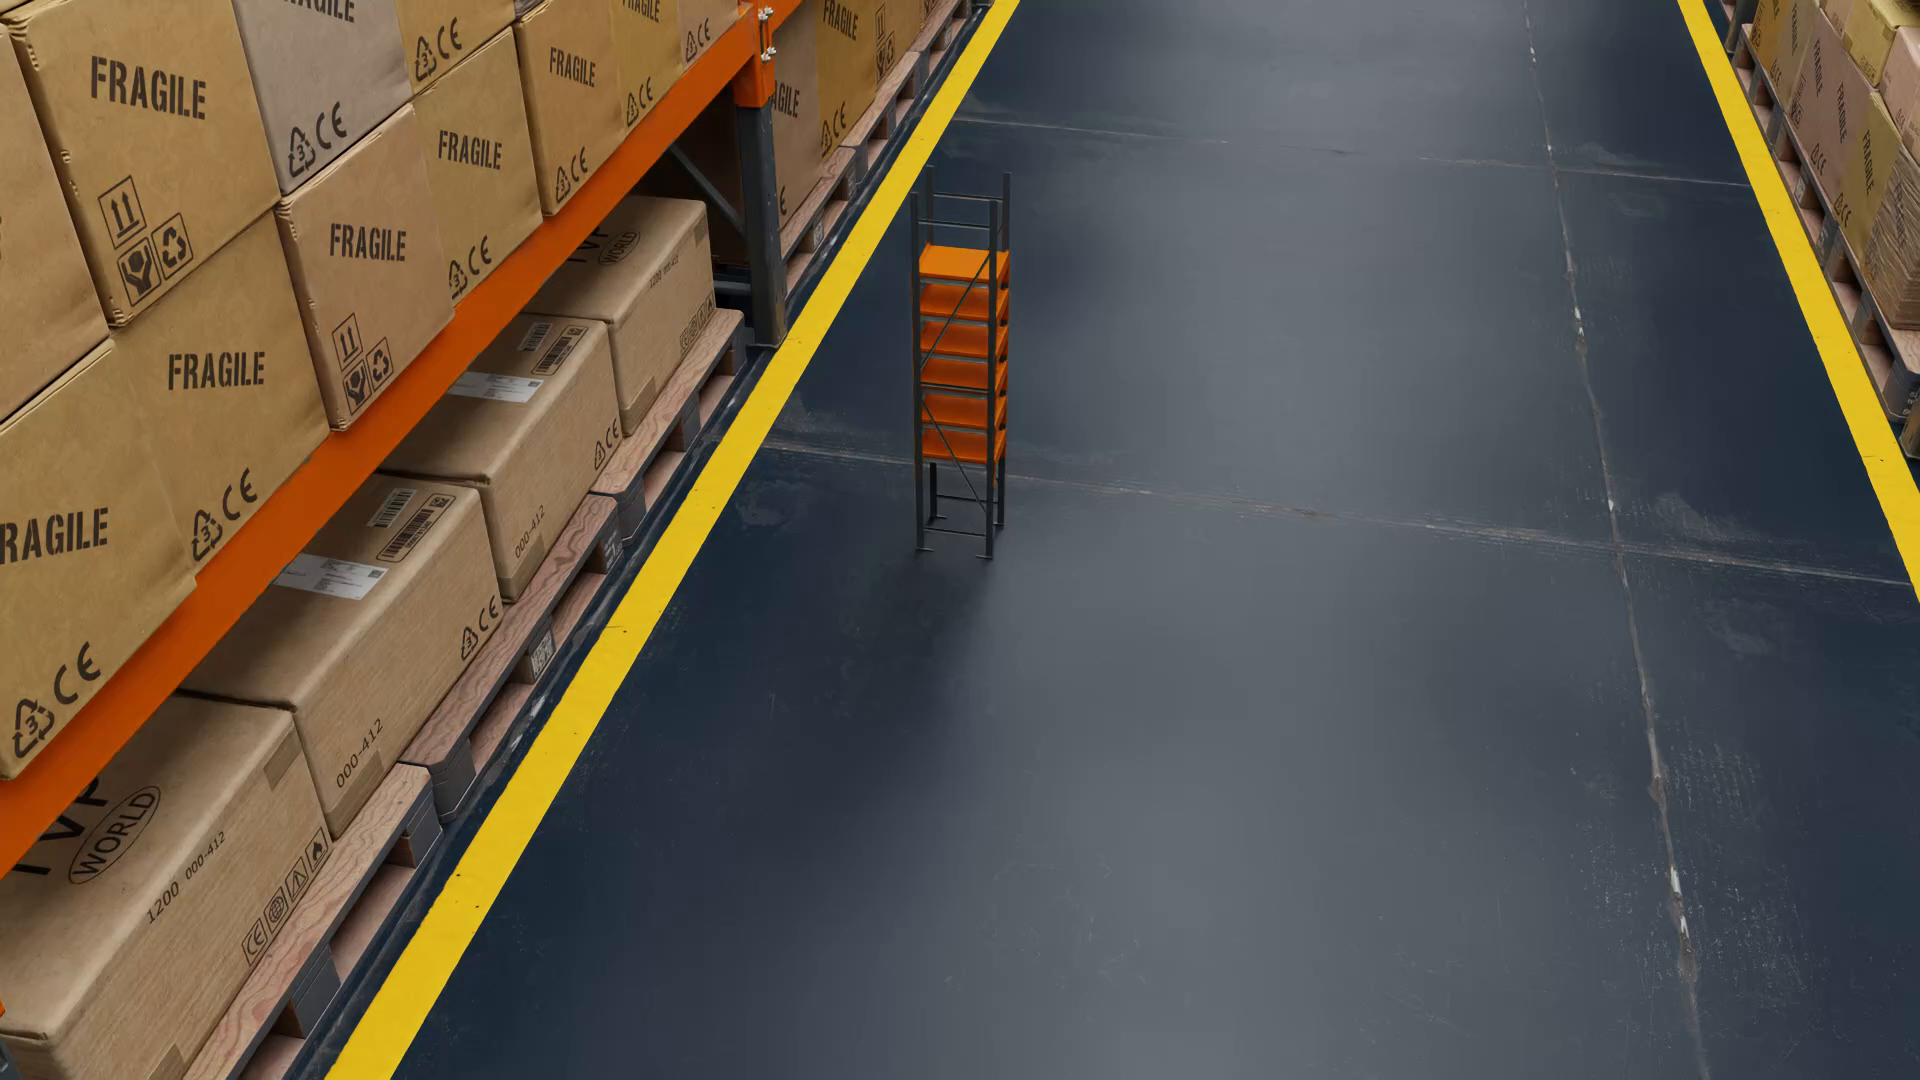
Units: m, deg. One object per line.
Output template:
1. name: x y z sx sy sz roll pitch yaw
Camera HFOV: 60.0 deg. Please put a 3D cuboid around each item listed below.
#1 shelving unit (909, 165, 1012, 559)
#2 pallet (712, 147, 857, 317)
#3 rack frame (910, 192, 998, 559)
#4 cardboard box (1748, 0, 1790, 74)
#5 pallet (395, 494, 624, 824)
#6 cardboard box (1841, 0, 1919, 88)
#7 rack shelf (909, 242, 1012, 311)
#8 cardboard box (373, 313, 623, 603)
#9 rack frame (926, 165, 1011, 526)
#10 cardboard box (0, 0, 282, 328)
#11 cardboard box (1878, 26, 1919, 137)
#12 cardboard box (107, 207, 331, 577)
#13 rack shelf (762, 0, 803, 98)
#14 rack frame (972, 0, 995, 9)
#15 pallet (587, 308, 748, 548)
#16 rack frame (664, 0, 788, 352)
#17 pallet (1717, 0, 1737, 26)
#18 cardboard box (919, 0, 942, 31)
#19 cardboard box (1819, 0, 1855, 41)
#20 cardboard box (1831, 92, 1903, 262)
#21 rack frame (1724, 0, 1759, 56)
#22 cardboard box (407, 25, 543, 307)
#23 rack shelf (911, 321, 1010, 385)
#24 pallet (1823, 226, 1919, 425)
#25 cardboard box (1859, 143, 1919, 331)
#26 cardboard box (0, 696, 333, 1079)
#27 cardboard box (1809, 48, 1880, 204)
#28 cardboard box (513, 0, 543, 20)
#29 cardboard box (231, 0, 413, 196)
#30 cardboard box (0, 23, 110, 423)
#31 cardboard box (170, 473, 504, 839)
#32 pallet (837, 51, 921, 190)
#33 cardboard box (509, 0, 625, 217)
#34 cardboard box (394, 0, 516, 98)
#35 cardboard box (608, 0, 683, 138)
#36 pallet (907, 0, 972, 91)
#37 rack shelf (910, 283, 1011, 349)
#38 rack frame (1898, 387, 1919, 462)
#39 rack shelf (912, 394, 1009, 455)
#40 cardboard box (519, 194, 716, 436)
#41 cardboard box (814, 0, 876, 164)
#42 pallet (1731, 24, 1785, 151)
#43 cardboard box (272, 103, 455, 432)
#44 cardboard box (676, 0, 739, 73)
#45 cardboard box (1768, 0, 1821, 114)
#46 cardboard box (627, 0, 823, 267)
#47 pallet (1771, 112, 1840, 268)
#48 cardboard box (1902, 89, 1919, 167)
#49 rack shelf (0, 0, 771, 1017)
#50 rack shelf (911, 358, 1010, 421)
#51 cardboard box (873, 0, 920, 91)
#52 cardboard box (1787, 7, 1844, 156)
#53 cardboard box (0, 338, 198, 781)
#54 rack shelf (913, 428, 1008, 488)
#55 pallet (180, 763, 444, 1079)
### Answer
1. shelving unit: 0.003 -0.494 4.909 0.258 1.200 0.189 7 37 10
2. pallet: -1.066 -1.342 6.921 1.003 0.211 1.213 7 37 10
3. rack frame: -0.016 -0.442 4.837 0.240 1.200 0.006 7 37 10
4. cardboard box: 4.154 -2.534 7.962 0.500 0.500 0.500 6 36 8
5. pallet: -1.654 0.238 4.742 1.003 0.211 1.213 7 37 10
6. cardboard box: 3.834 -1.974 6.551 0.500 0.250 0.500 6 36 8
7. rack shelf: 0.003 -0.750 4.724 0.258 0.103 0.180 7 37 10
8. cardboard box: -1.587 -0.292 4.922 0.875 0.438 0.875 6 36 9
9. rack frame: 0.023 -0.547 4.982 0.240 1.200 0.006 7 37 10
10. cardboard box: -1.527 -0.707 2.733 0.500 0.500 0.500 6 36 9
11. cardboard box: 3.735 -1.669 6.131 0.500 0.250 0.500 9 37 12
12. cardboard box: -1.548 -0.299 3.021 0.500 0.500 0.500 7 36 9
13. rack shelf: -0.730 -2.874 7.273 1.077 0.370 4.000 7 37 10
14. rack frame: -0.303 -4.312 8.643 1.000 3.000 0.127 7 37 10
15. pallet: -1.396 -0.464 5.710 1.003 0.211 1.213 7 37 10
16. rack frame: -1.157 -2.019 5.479 1.000 3.000 0.127 7 37 10
17. pallet: 4.797 -3.063 9.296 1.003 0.211 1.213 7 37 10
18. cardboard box: -0.531 -3.236 8.612 0.875 0.875 0.875 7 37 10
19. cardboard box: 3.944 -2.273 6.964 0.500 0.250 0.500 8 37 10
20. cardboard box: 3.722 -1.364 6.348 0.500 0.500 0.500 6 36 9
21. rack frame: 4.555 -3.749 7.867 1.000 3.000 0.127 7 37 10
22. cardboard box: -1.331 -0.877 3.819 0.500 0.500 0.500 8 37 12
23. rack shelf: 0.003 -0.555 4.865 0.258 0.103 0.180 7 37 10
24. pallet: 3.865 -0.774 6.138 1.003 0.211 1.213 7 37 10
25. cardboard box: 3.612 -1.070 5.943 0.500 0.500 0.500 7 36 9
26. cardboard box: -1.968 0.751 3.483 0.875 0.438 0.875 6 36 8
27. cardboard box: 3.836 -1.658 6.753 0.500 0.500 0.500 7 36 9
28. cardboard box: -1.204 -1.576 3.931 0.500 0.500 0.500 8 37 11
29. cardboard box: -1.425 -1.004 3.141 0.500 0.500 0.500 7 37 10
30. cardboard box: -1.631 -0.410 2.323 0.500 0.500 0.500 7 36 9
31. cardboard box: -1.781 0.225 4.209 0.875 0.438 0.875 8 37 11
32. pallet: -0.808 -2.043 7.889 1.003 0.211 1.213 7 37 10
33. cardboard box: -1.204 -1.176 4.231 0.500 0.500 0.500 7 36 9
34. cardboard box: -1.319 -1.290 3.536 0.500 0.500 0.500 7 37 10
35. cardboard box: -1.111 -1.466 4.631 0.500 0.500 0.500 6 36 9
36. pallet: -0.545 -2.740 8.851 1.003 0.211 1.213 7 37 10
37. rack shelf: 0.003 -0.652 4.795 0.258 0.103 0.180 7 37 10
38. rack frame: 3.700 -1.456 4.703 1.000 3.000 0.127 7 37 10
39. rack shelf: 0.003 -0.361 5.006 0.258 0.103 0.180 7 37 10
40. cardboard box: -1.396 -0.805 5.630 0.875 0.438 0.875 7 36 9
41. cardboard box: -0.918 -2.213 7.200 0.875 0.875 0.875 8 37 11
42. pallet: 4.386 -2.173 8.068 1.003 0.211 1.213 7 37 10
43. cardboard box: -1.421 -0.588 3.420 0.500 0.500 0.500 7 37 10
44. cardboard box: -1.007 -1.761 5.039 0.500 0.500 0.500 8 37 10
45. cardboard box: 4.050 -2.245 7.564 0.500 0.500 0.500 8 37 11
46. cardboard box: -1.103 -1.694 6.484 0.875 0.875 0.875 8 37 11
47. pallet: 4.123 -1.475 7.106 1.003 0.211 1.213 7 37 10
48. cardboard box: 3.612 -1.377 5.726 0.500 0.250 0.500 6 36 9
49. rack shelf: -1.584 -0.581 4.108 1.077 0.370 4.000 7 37 10
50. rack shelf: 0.003 -0.458 4.935 0.258 0.103 0.180 7 37 10
51. cardboard box: -0.726 -2.725 7.907 0.875 0.875 0.875 8 37 11
52. cardboard box: 3.945 -1.950 7.157 0.500 0.500 0.500 6 36 9
53. cardboard box: -1.629 -0.005 2.616 0.500 0.500 0.500 7 37 10
54. rack shelf: 0.003 -0.264 5.076 0.258 0.103 0.180 7 37 10
55. pallet: -1.917 0.935 3.780 1.003 0.211 1.213 7 37 10
